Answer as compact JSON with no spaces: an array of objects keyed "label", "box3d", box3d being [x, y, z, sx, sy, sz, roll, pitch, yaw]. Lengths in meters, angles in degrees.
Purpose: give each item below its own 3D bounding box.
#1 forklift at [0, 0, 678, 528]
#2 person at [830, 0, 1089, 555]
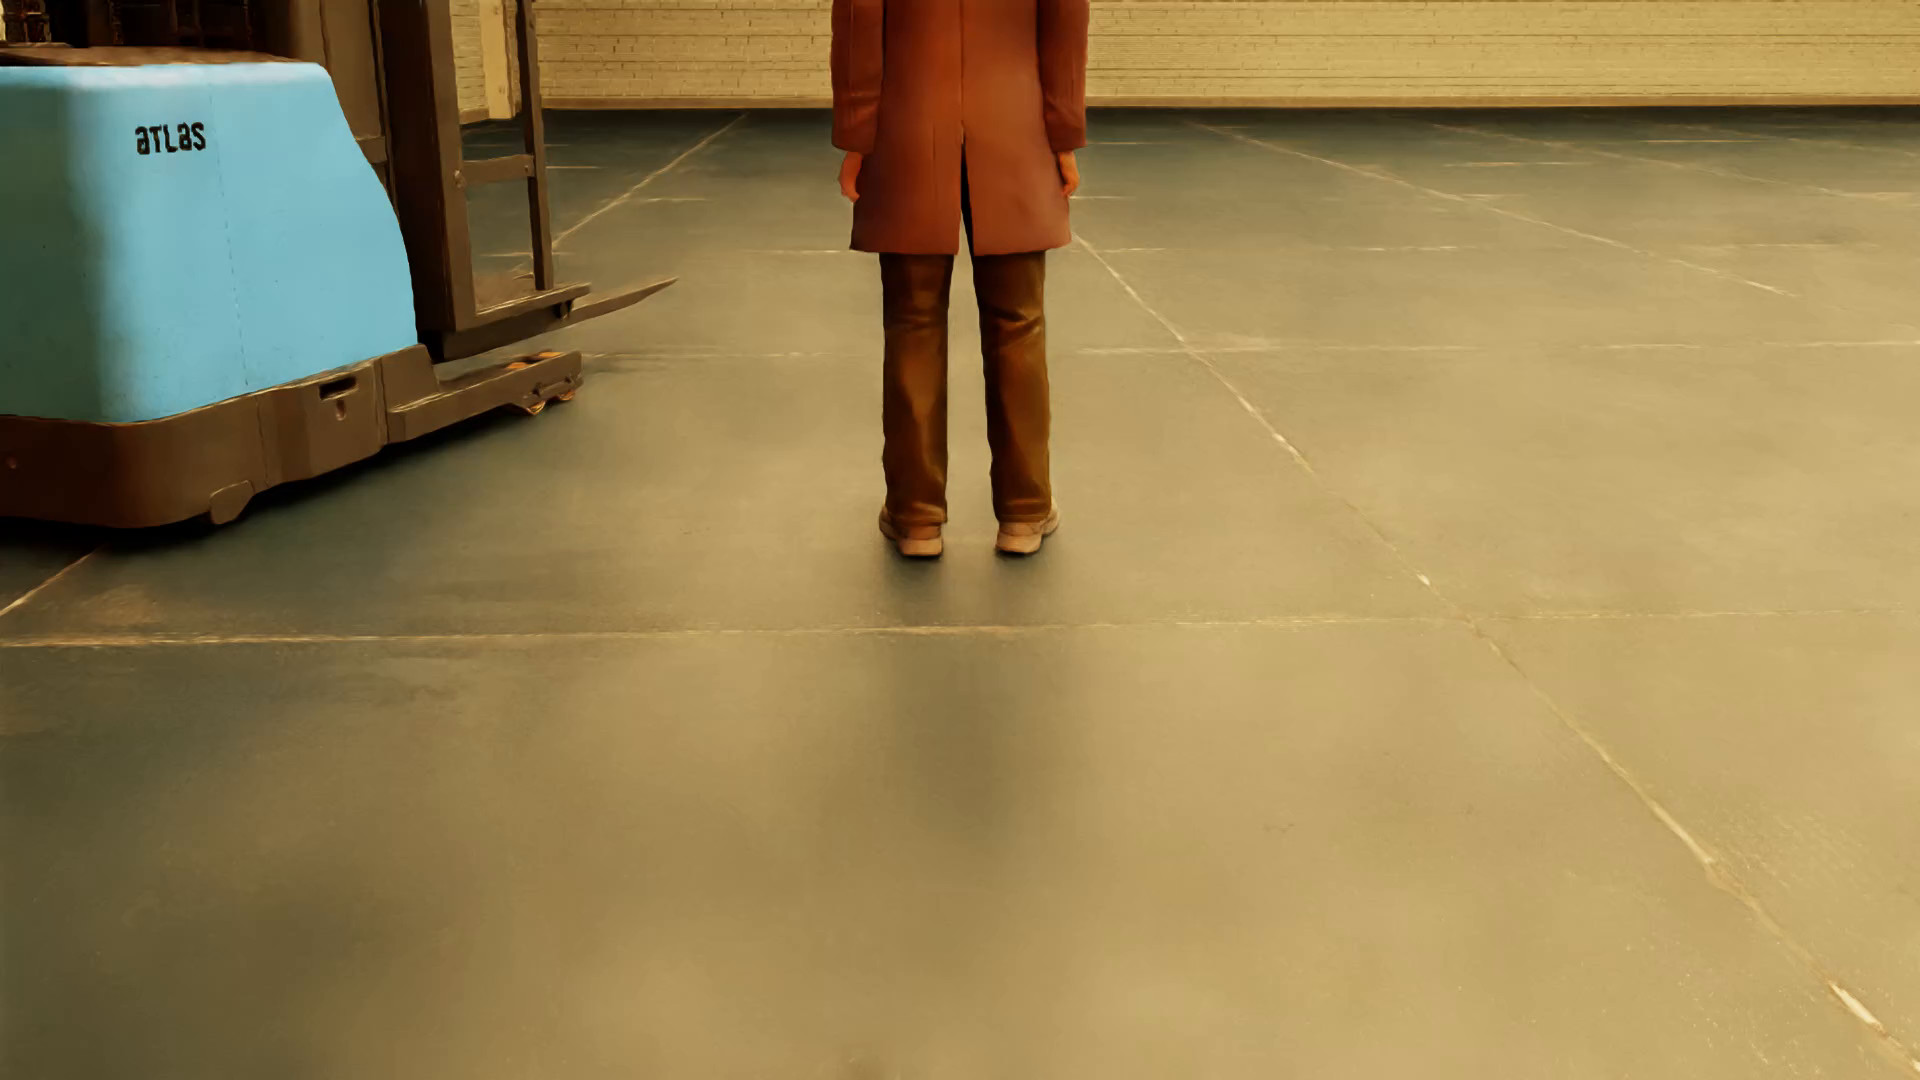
[{"label":"forklift","box3d":[-1.867,-1.819,4.855,1.130,2.935,3.031,5,18,16]},{"label":"person","box3d":[-0.003,-0.860,3.682,0.558,1.783,0.377,-1,17,-3]}]
